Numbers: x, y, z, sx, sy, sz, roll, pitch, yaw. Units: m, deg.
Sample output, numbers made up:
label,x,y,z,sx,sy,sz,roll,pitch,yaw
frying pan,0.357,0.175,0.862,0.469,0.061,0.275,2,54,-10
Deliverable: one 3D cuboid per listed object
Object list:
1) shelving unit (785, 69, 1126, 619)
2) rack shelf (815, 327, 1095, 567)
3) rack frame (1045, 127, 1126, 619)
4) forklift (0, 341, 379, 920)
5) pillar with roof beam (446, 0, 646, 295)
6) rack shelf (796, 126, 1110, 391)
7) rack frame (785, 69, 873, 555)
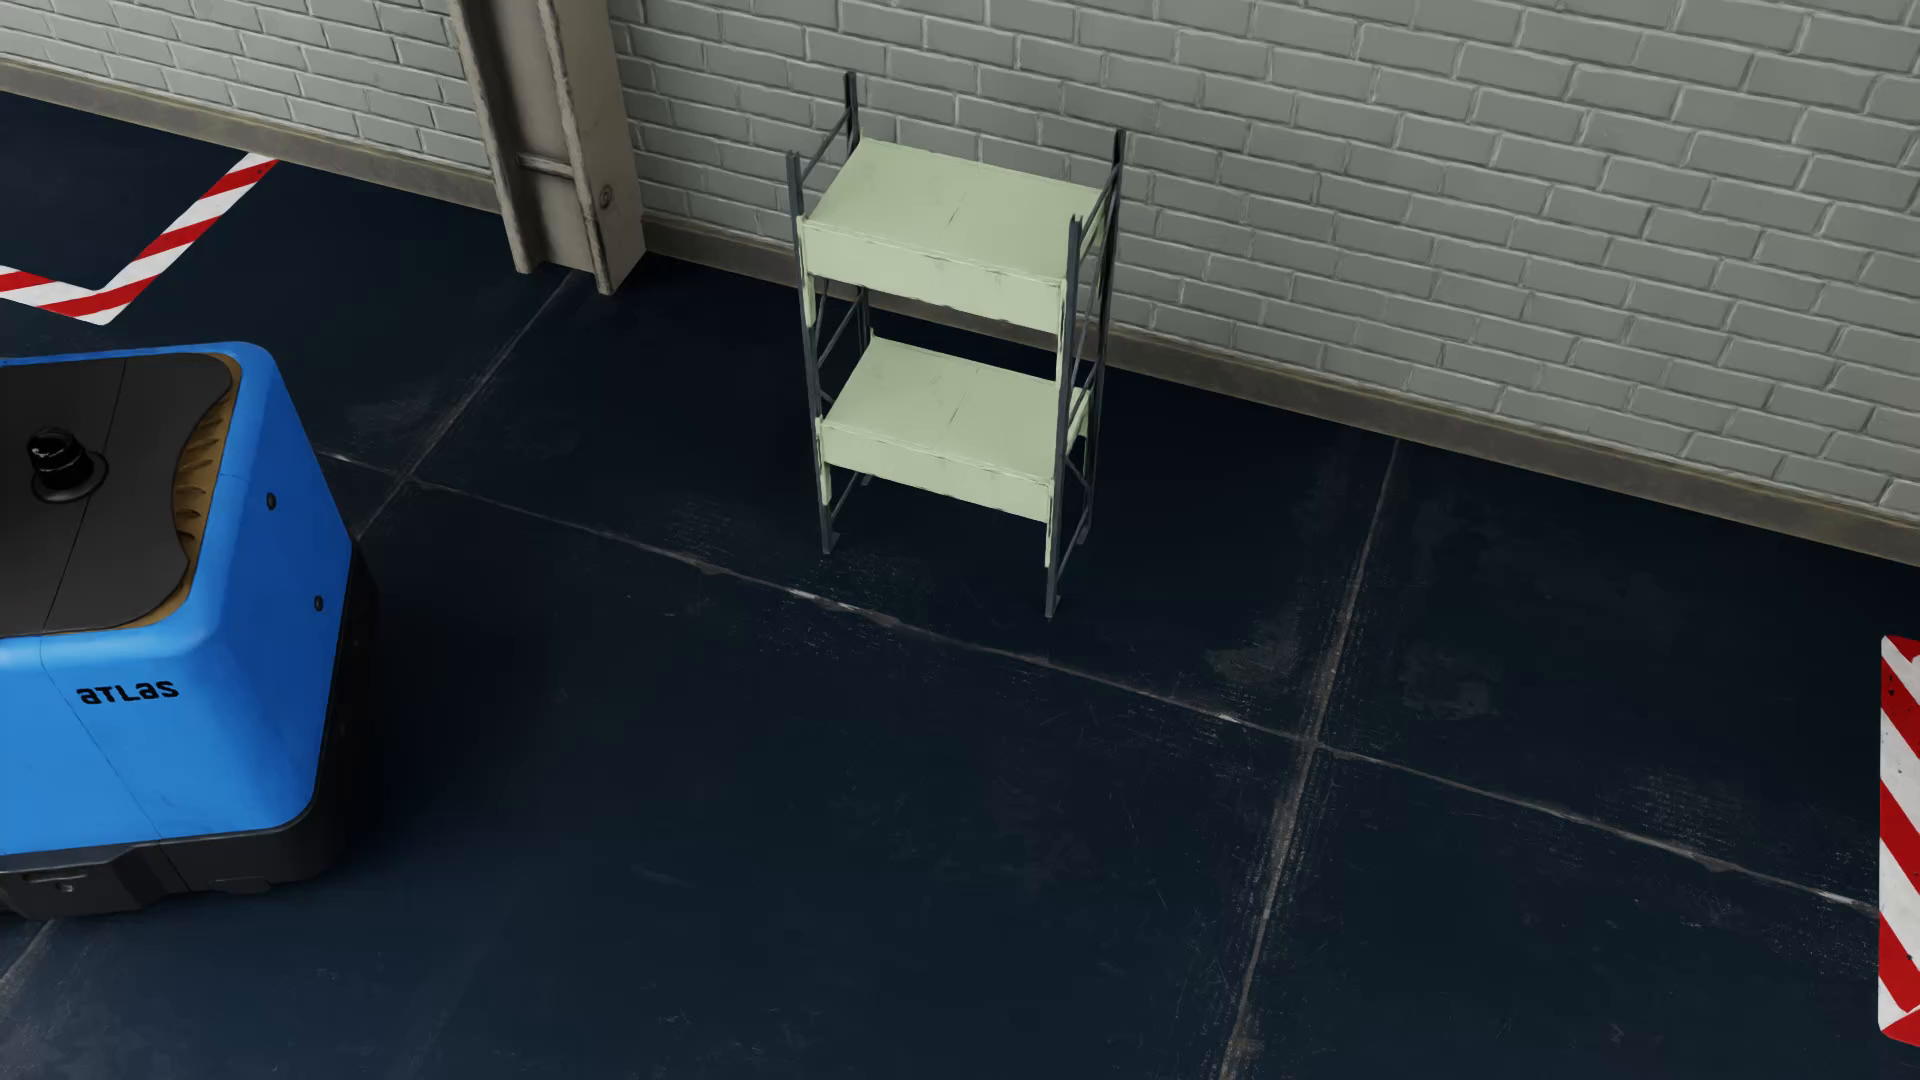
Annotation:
label,x,y,z,sx,sy,sz,roll,pitch,yaw
shelving unit,-0.006,-0.493,4.685,0.755,1.500,0.431,16,51,13
rack shelf,-0.006,-0.279,4.931,0.720,0.370,0.431,16,51,13
rack frame,0.337,-0.397,4.602,0.023,1.500,0.400,16,51,13
forklift,-3.203,-0.285,3.557,3.031,2.935,1.130,-5,49,-4
pillar with roof beam,-2.886,-0.940,0.110,0.400,9.000,9.100,16,51,13
rack shelf,-0.006,-0.749,4.390,0.720,0.370,0.431,16,51,13
rack frame,-0.350,-0.589,4.768,0.023,1.500,0.400,16,51,13
